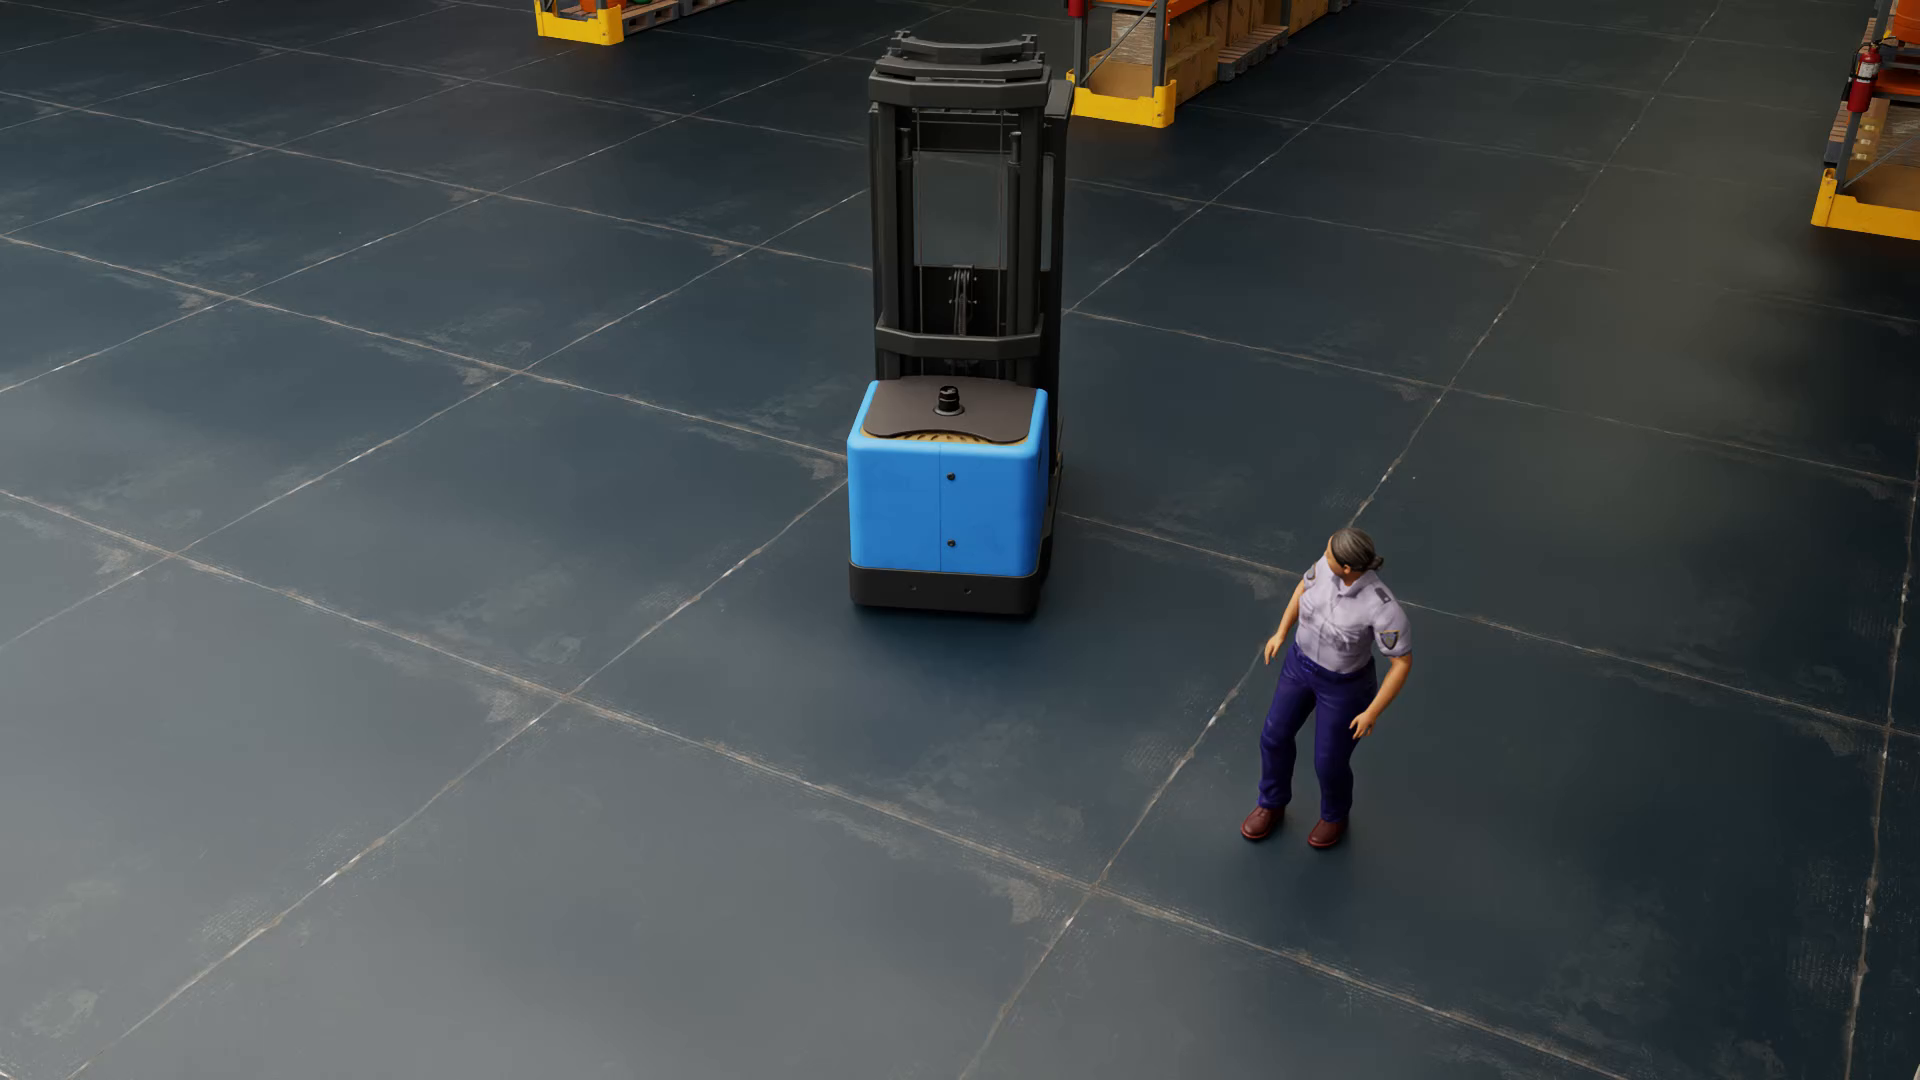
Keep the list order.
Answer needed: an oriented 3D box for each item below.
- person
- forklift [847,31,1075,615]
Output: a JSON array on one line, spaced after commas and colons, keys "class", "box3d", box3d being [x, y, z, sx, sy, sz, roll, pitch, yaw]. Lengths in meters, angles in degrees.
[{"class": "person", "box3d": [1.596, 0.653, 7.250, 0.485, 1.629, 0.680, -24, 38, -35]}, {"class": "forklift", "box3d": [0.072, -1.572, 9.794, 1.130, 2.935, 3.031, 3, 30, 6]}]
